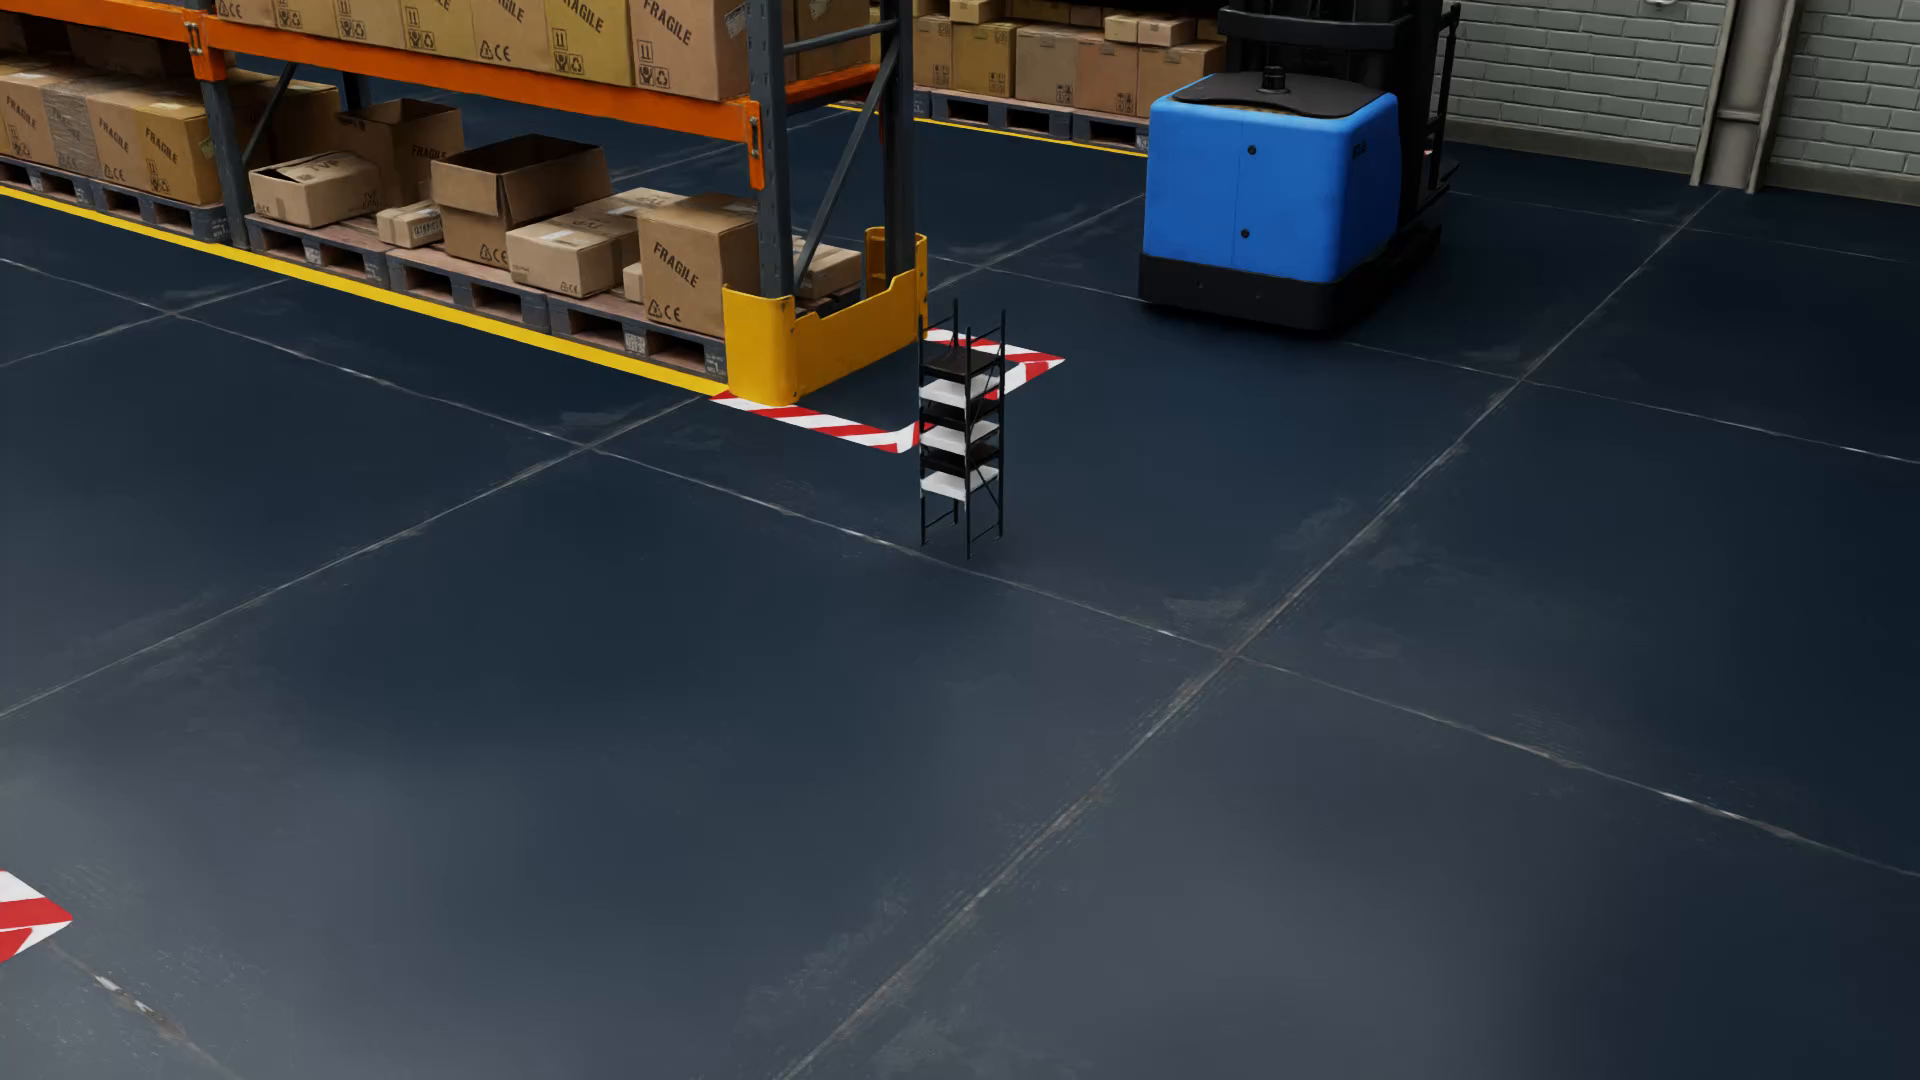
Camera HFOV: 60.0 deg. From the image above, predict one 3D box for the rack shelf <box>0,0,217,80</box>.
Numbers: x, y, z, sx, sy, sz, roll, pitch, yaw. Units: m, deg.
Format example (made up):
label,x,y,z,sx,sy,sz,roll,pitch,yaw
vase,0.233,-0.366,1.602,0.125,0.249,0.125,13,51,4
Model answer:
label,x,y,z,sx,sy,sz,roll,pitch,yaw
rack shelf,-5.489,-3.381,10.379,4.000,0.370,1.077,17,32,30

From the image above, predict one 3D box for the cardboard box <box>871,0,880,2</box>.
label,x,y,z,sx,sy,sz,roll,pitch,yaw
cardboard box,-0.488,-4.284,12.939,0.250,0.149,0.380,17,32,30

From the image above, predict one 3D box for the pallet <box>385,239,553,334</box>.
label,x,y,z,sx,sy,sz,roll,pitch,yaw
pallet,-2.265,-1.455,8.877,1.213,0.211,1.003,17,32,30

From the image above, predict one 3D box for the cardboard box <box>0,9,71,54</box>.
label,x,y,z,sx,sy,sz,roll,pitch,yaw
cardboard box,-6.185,-3.466,11.198,0.500,0.250,0.500,19,32,32

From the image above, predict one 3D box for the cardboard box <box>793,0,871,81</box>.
label,x,y,z,sx,sy,sz,roll,pitch,yaw
cardboard box,-0.760,-2.418,7.584,0.500,0.500,0.500,18,32,31

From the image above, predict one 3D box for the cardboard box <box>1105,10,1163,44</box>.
label,x,y,z,sx,sy,sz,roll,pitch,yaw
cardboard box,1.204,-3.549,11.493,0.250,0.149,0.380,18,32,32

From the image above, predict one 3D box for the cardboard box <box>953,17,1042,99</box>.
label,x,y,z,sx,sy,sz,roll,pitch,yaw
cardboard box,0.353,-3.621,12.351,0.500,0.500,0.700,18,32,31

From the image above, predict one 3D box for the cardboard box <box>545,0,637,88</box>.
label,x,y,z,sx,sy,sz,roll,pitch,yaw
cardboard box,-1.496,-2.351,7.451,0.500,0.500,0.500,18,32,31

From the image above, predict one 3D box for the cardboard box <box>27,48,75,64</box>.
label,x,y,z,sx,sy,sz,roll,pitch,yaw
cardboard box,-5.807,-3.012,11.132,0.500,0.500,0.500,16,31,29

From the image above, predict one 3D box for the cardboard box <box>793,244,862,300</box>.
label,x,y,z,sx,sy,sz,roll,pitch,yaw
cardboard box,-0.694,-1.322,8.199,0.250,0.149,0.380,17,32,30

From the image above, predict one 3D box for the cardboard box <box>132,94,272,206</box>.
label,x,y,z,sx,sy,sz,roll,pitch,yaw
cardboard box,-4.410,-2.290,9.713,0.500,0.500,0.500,17,32,30

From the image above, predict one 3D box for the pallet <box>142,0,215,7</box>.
label,x,y,z,sx,sy,sz,roll,pitch,yaw
pallet,-4.437,-3.348,9.734,1.213,0.211,1.003,17,32,30

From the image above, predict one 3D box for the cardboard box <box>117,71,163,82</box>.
label,x,y,z,sx,sy,sz,roll,pitch,yaw
cardboard box,-4.955,-2.749,10.616,0.500,0.500,0.500,18,32,31

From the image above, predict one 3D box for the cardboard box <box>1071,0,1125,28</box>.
label,x,y,z,sx,sy,sz,roll,pitch,yaw
cardboard box,1.007,-3.820,12.027,0.250,0.149,0.380,18,32,31

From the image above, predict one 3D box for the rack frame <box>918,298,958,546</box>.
label,x,y,z,sx,sy,sz,roll,pitch,yaw
rack frame,-0.077,-0.425,6.093,0.006,0.900,0.240,17,32,30

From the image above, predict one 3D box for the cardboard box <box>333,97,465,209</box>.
label,x,y,z,sx,sy,sz,roll,pitch,yaw
cardboard box,-3.210,-2.230,9.595,0.500,0.500,0.500,17,32,30

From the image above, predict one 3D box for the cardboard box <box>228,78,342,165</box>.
label,x,y,z,sx,sy,sz,roll,pitch,yaw
cardboard box,-4.101,-2.485,10.097,0.500,0.500,0.500,16,31,28

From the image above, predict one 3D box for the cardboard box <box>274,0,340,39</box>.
label,x,y,z,sx,sy,sz,roll,pitch,yaw
cardboard box,-3.151,-2.869,8.471,0.500,0.500,0.500,18,32,31

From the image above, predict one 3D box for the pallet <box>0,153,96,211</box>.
label,x,y,z,sx,sy,sz,roll,pitch,yaw
pallet,-5.542,-2.453,10.837,1.213,0.211,1.003,17,32,30

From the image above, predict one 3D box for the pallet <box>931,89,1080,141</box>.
label,x,y,z,sx,sy,sz,roll,pitch,yaw
pallet,0.553,-3.261,12.424,1.213,0.211,1.003,17,32,30

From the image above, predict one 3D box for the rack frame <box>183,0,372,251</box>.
label,x,y,z,sx,sy,sz,roll,pitch,yaw
rack frame,-3.840,-3.188,9.207,0.127,3.000,1.000,17,32,30

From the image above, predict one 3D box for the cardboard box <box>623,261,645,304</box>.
label,x,y,z,sx,sy,sz,roll,pitch,yaw
cardboard box,-1.414,-1.279,8.095,0.250,0.166,0.380,17,32,30

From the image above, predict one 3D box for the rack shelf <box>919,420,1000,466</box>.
label,x,y,z,sx,sy,sz,roll,pitch,yaw
rack shelf,0.007,-0.369,6.057,0.200,0.077,0.258,17,32,30

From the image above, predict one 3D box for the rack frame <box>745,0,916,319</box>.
label,x,y,z,sx,sy,sz,roll,pitch,yaw
rack frame,-0.543,-2.161,7.189,0.127,3.000,1.000,17,32,30

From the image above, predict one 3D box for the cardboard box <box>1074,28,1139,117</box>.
label,x,y,z,sx,sy,sz,roll,pitch,yaw
cardboard box,1.212,-3.358,11.834,0.500,0.500,0.700,17,32,30

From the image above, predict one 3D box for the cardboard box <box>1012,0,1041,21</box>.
label,x,y,z,sx,sy,sz,roll,pitch,yaw
cardboard box,0.586,-3.951,12.284,0.250,0.149,0.380,17,31,29

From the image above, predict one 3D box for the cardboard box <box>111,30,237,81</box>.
label,x,y,z,sx,sy,sz,roll,pitch,yaw
cardboard box,-4.926,-3.076,10.432,0.500,0.250,0.500,17,32,30

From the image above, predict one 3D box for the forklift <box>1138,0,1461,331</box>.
label,x,y,z,sx,sy,sz,roll,pitch,yaw
forklift,2.083,-2.955,8.825,1.130,2.935,3.031,15,30,26

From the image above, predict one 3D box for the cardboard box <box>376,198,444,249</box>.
label,x,y,z,sx,sy,sz,roll,pitch,yaw
cardboard box,-2.898,-1.714,8.950,0.250,0.166,0.380,17,32,30

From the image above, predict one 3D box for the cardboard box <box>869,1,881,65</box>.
label,x,y,z,sx,sy,sz,roll,pitch,yaw
cardboard box,-0.481,-3.884,12.867,0.500,0.500,0.700,18,32,31

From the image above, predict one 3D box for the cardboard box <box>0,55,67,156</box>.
label,x,y,z,sx,sy,sz,roll,pitch,yaw
cardboard box,-6.079,-2.810,10.736,0.500,0.500,0.500,17,31,30

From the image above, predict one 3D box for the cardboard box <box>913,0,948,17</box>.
label,x,y,z,sx,sy,sz,roll,pitch,yaw
cardboard box,-0.302,-4.017,12.413,0.250,0.149,0.380,19,32,32

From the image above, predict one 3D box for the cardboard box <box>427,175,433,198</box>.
label,x,y,z,sx,sy,sz,roll,pitch,yaw
cardboard box,-2.592,-1.953,9.260,0.500,0.311,0.500,17,32,30

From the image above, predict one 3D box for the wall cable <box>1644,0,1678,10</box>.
label,x,y,z,sx,sy,sz,roll,pitch,yaw
wall cable,3.849,-4.491,10.648,1.851,1.984,0.084,17,32,30

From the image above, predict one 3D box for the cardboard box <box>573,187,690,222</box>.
label,x,y,z,sx,sy,sz,roll,pitch,yaw
cardboard box,-1.655,-1.634,8.700,0.500,0.250,0.500,17,32,30

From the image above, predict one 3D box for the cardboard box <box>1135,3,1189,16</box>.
label,x,y,z,sx,sy,sz,roll,pitch,yaw
cardboard box,1.423,-3.691,11.773,0.250,0.149,0.380,17,32,30

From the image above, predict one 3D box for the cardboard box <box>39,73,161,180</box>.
label,x,y,z,sx,sy,sz,roll,pitch,yaw
cardboard box,-5.225,-2.549,10.222,0.500,0.500,0.500,18,32,31

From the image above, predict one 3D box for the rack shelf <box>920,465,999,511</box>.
label,x,y,z,sx,sy,sz,roll,pitch,yaw
rack shelf,0.007,-0.209,6.139,0.200,0.077,0.258,17,32,30

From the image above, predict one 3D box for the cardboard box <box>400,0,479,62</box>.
label,x,y,z,sx,sy,sz,roll,pitch,yaw
cardboard box,-2.320,-2.610,7.961,0.500,0.500,0.500,17,31,30

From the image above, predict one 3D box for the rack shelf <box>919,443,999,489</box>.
label,x,y,z,sx,sy,sz,roll,pitch,yaw
rack shelf,0.007,-0.289,6.098,0.200,0.077,0.258,17,32,30

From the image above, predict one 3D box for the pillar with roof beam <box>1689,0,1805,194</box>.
label,x,y,z,sx,sy,sz,roll,pitch,yaw
pillar with roof beam,2.536,-4.708,5.580,0.400,9.000,9.100,17,32,30

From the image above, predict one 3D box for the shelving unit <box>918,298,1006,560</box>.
label,x,y,z,sx,sy,sz,roll,pitch,yaw
shelving unit,0.007,-0.399,6.042,0.210,0.900,0.258,17,32,30
